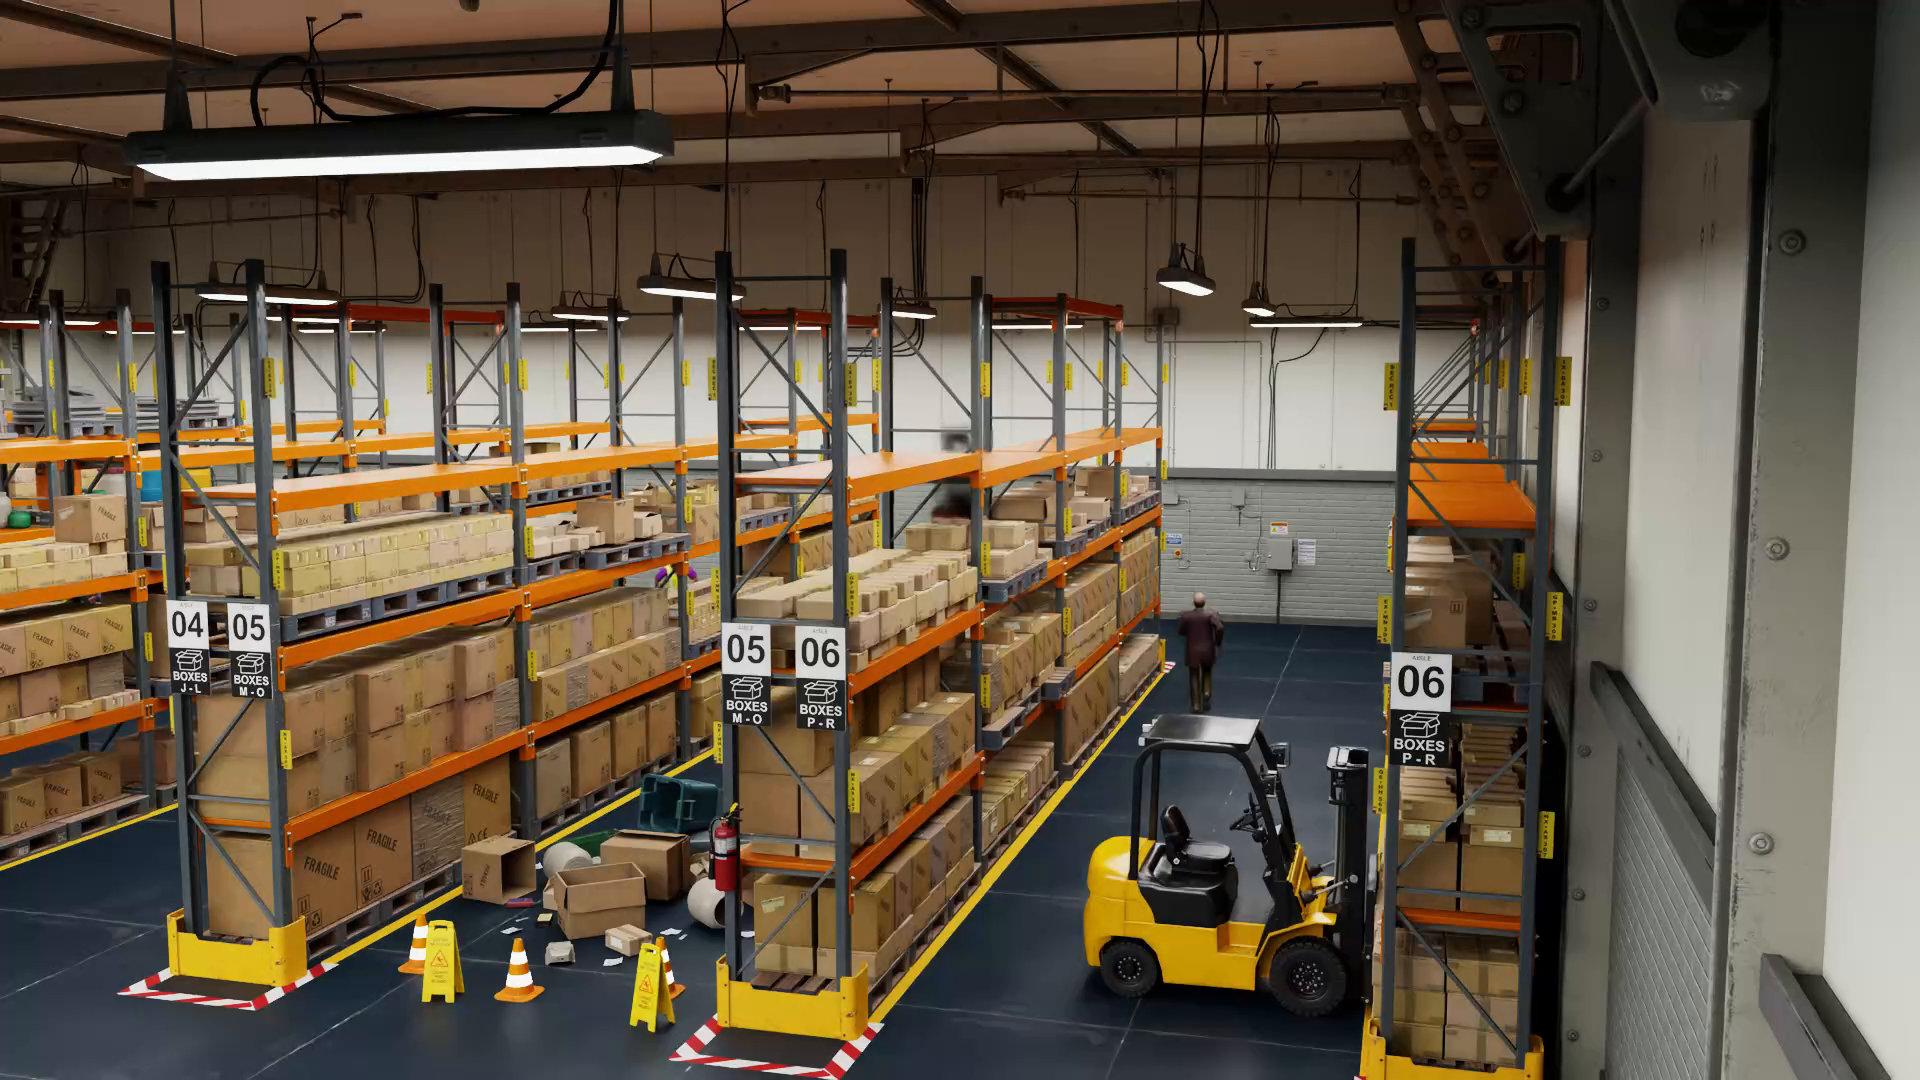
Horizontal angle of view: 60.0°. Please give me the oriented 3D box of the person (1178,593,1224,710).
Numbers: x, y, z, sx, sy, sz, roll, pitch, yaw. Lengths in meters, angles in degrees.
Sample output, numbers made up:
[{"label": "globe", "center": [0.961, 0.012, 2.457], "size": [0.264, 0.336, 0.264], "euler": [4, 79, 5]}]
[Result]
[{"label": "person", "center": [3.583, 1.671, 24.772], "size": [0.675, 1.790, 0.762], "euler": [1, 6, 8]}]

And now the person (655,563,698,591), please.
[{"label": "person", "center": [-5.152, 1.064, 30.472], "size": [0.766, 1.767, 0.873], "euler": [-3, 7, -24]}]
